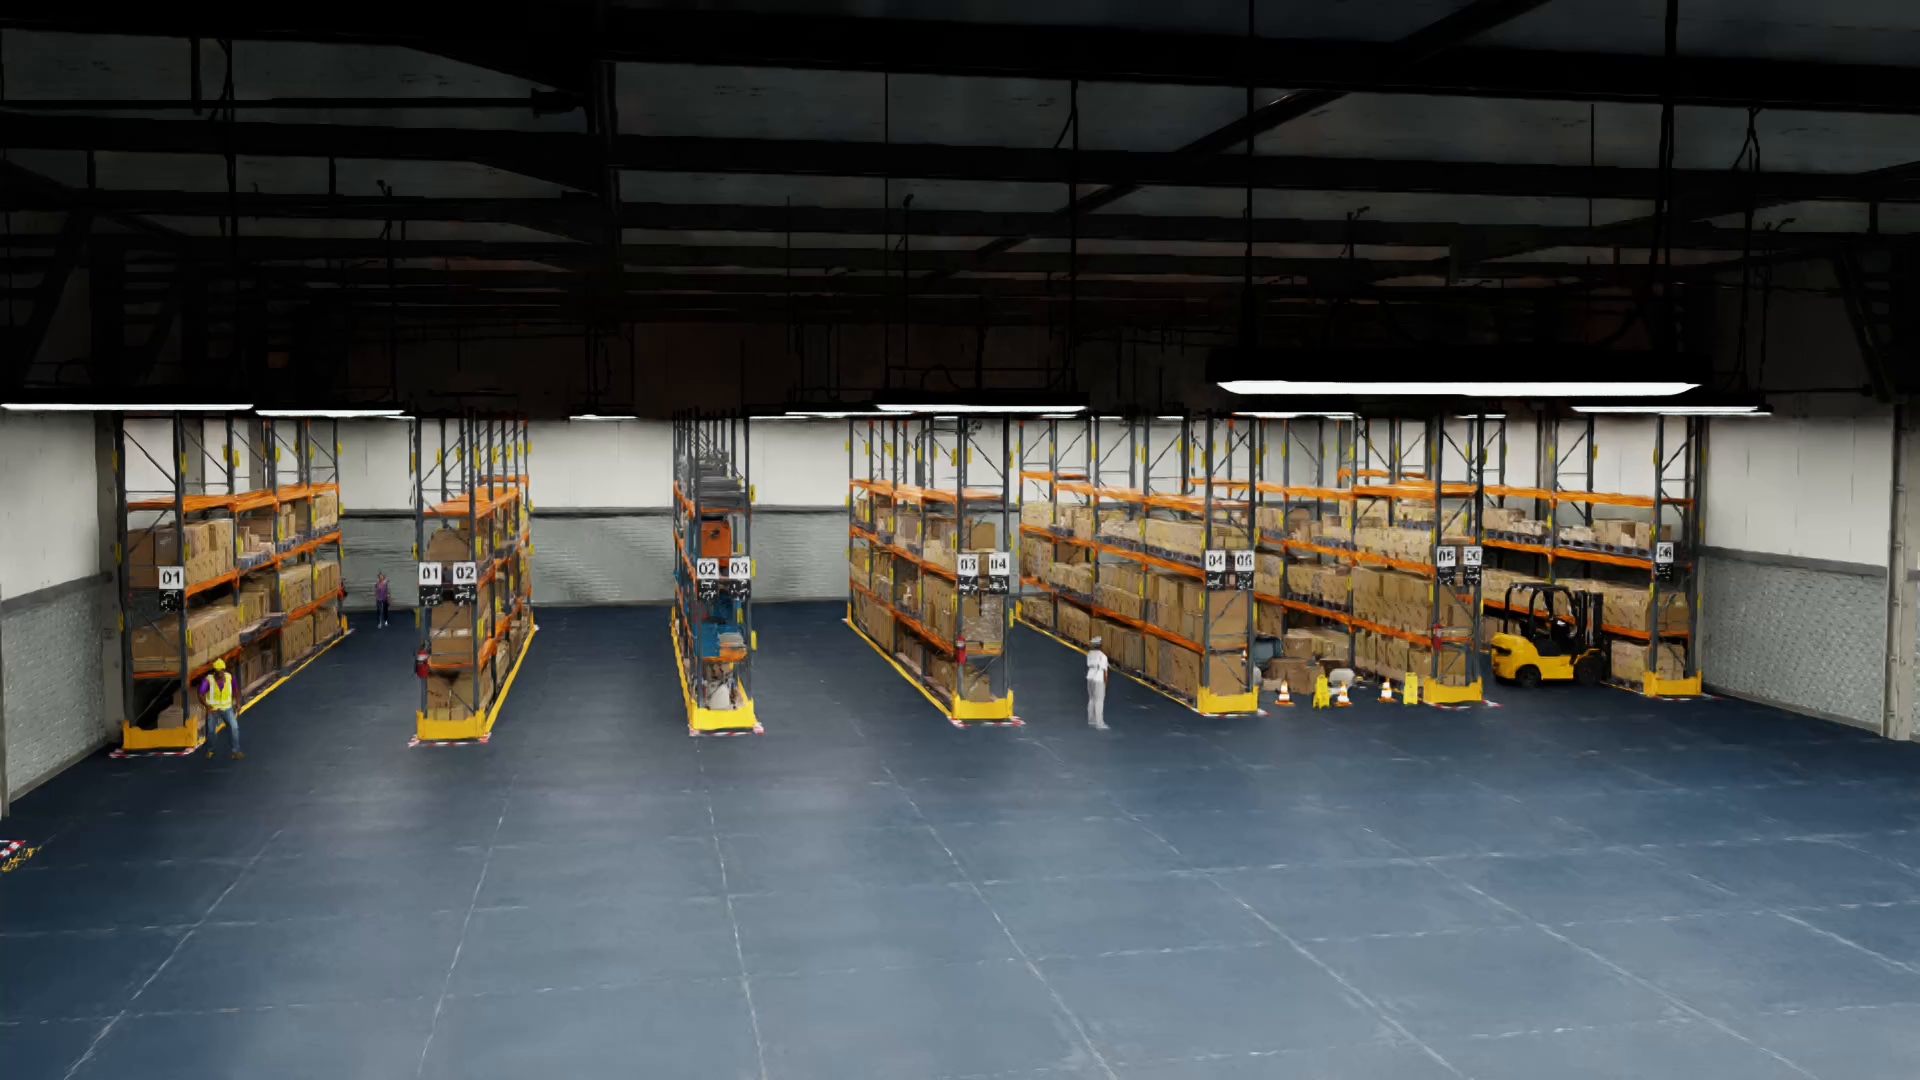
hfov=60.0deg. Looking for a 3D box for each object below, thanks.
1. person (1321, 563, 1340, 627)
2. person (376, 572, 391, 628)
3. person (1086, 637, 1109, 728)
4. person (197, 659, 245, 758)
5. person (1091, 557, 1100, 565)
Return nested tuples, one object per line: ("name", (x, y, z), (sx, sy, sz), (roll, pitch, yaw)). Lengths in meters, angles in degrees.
("person", (10.289, 1.518, 46.418), (0.648, 1.773, 0.683), (1, 4, 11))
("person", (-16.055, 1.654, 46.303), (0.430, 1.540, 0.948), (-1, 4, -12))
("person", (2.589, 2.660, 31.154), (0.420, 1.677, 0.502), (-4, 5, -41))
("person", (-12.564, 2.857, 28.214), (0.706, 1.706, 0.765), (-3, 5, -33))
("person", (4.153, 1.337, 50.153), (0.543, 1.663, 0.565), (-3, 5, -40))
